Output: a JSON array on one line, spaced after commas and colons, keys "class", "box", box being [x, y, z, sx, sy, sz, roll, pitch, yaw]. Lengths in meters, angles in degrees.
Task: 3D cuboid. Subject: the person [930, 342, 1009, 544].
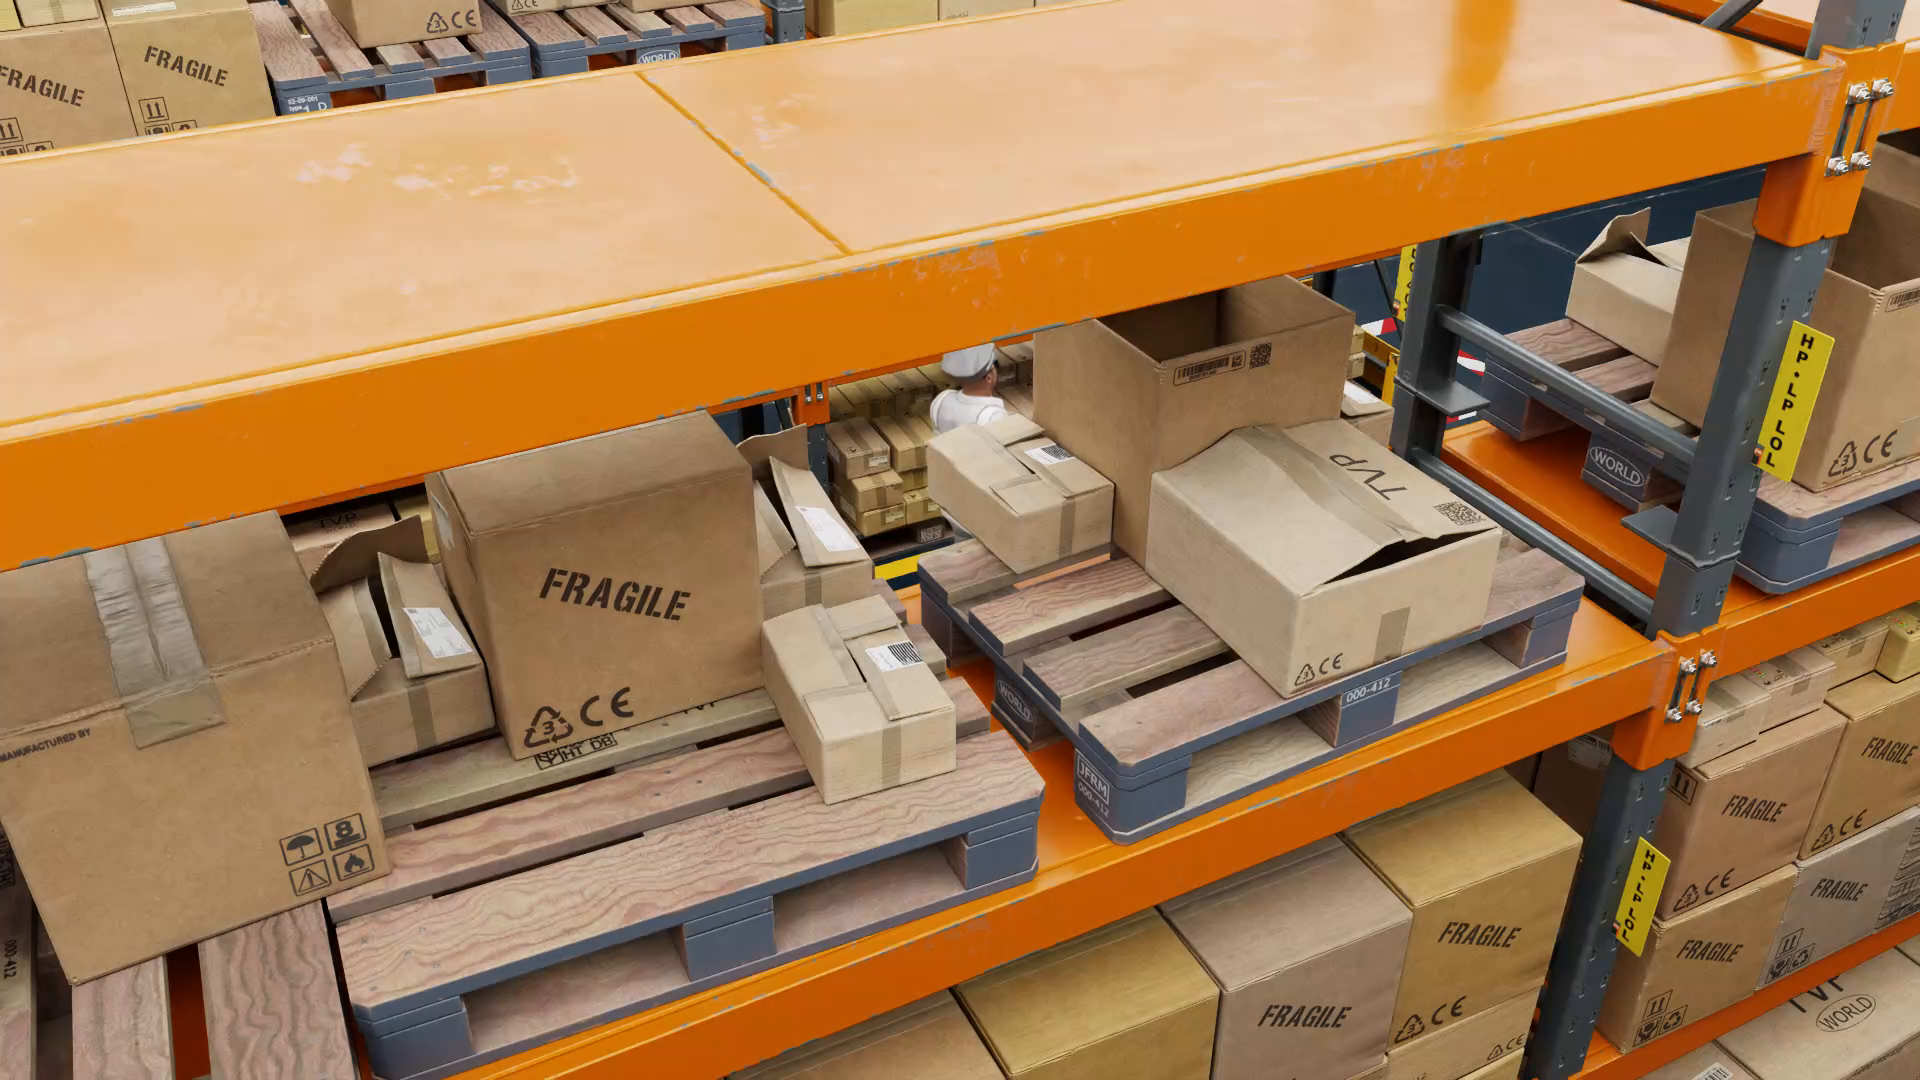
[{"class": "person", "box": [0.200, -0.170, 7.828, 0.572, 1.783, 0.613, -25, 41, -34]}]
